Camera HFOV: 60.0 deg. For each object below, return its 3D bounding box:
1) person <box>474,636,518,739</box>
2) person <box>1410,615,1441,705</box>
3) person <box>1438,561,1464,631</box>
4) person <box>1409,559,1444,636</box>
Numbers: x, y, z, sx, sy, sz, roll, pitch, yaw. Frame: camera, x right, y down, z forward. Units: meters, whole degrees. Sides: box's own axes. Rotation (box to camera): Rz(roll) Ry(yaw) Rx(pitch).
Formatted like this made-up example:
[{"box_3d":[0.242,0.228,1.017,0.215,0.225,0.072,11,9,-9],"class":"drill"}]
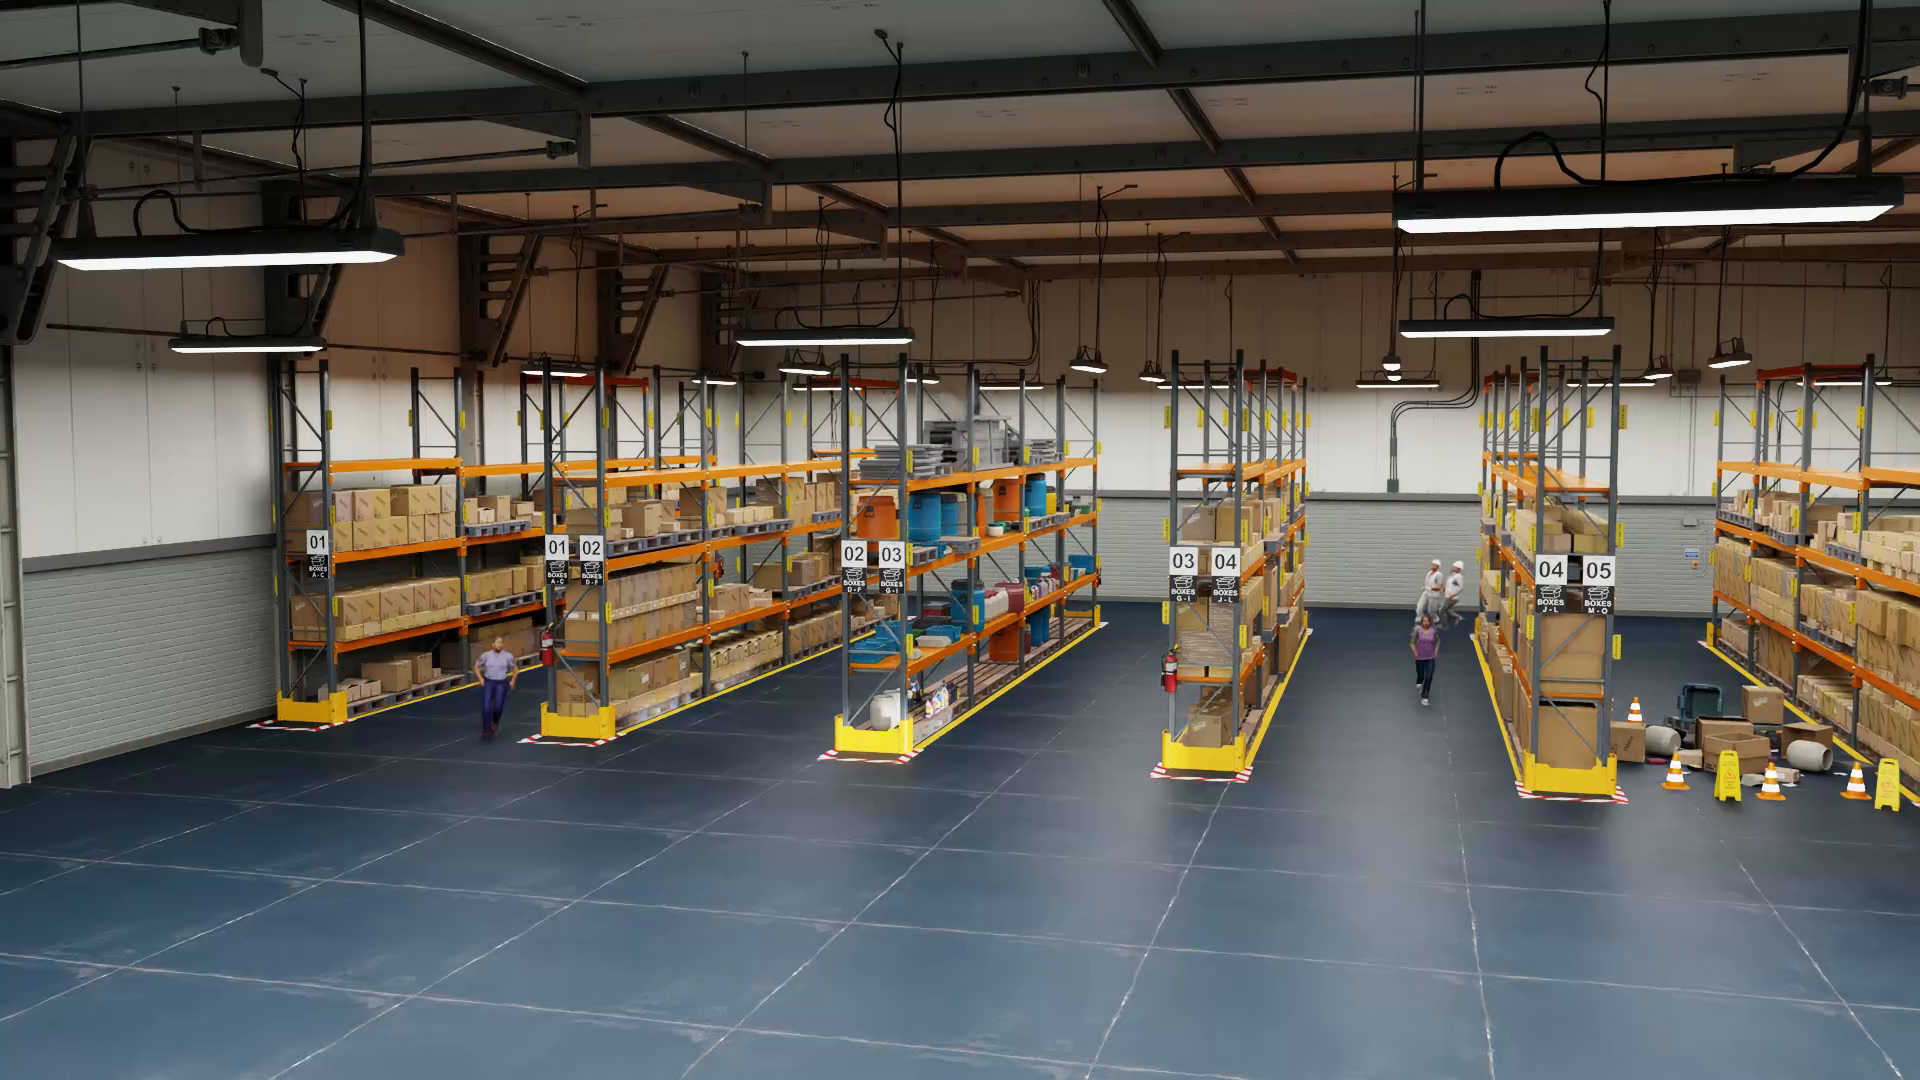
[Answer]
[{"box_3d":[-7.320,2.326,26.243,0.675,1.602,0.457,-1,4,-15],"class":"person"},{"box_3d":[8.252,2.111,29.503,0.542,1.569,0.694,1,4,9],"class":"person"},{"box_3d":[11.603,1.327,39.329,0.650,1.689,0.719,1,4,9],"class":"person"},{"box_3d":[10.904,1.327,38.560,0.907,1.773,0.694,-2,5,-27],"class":"person"}]
